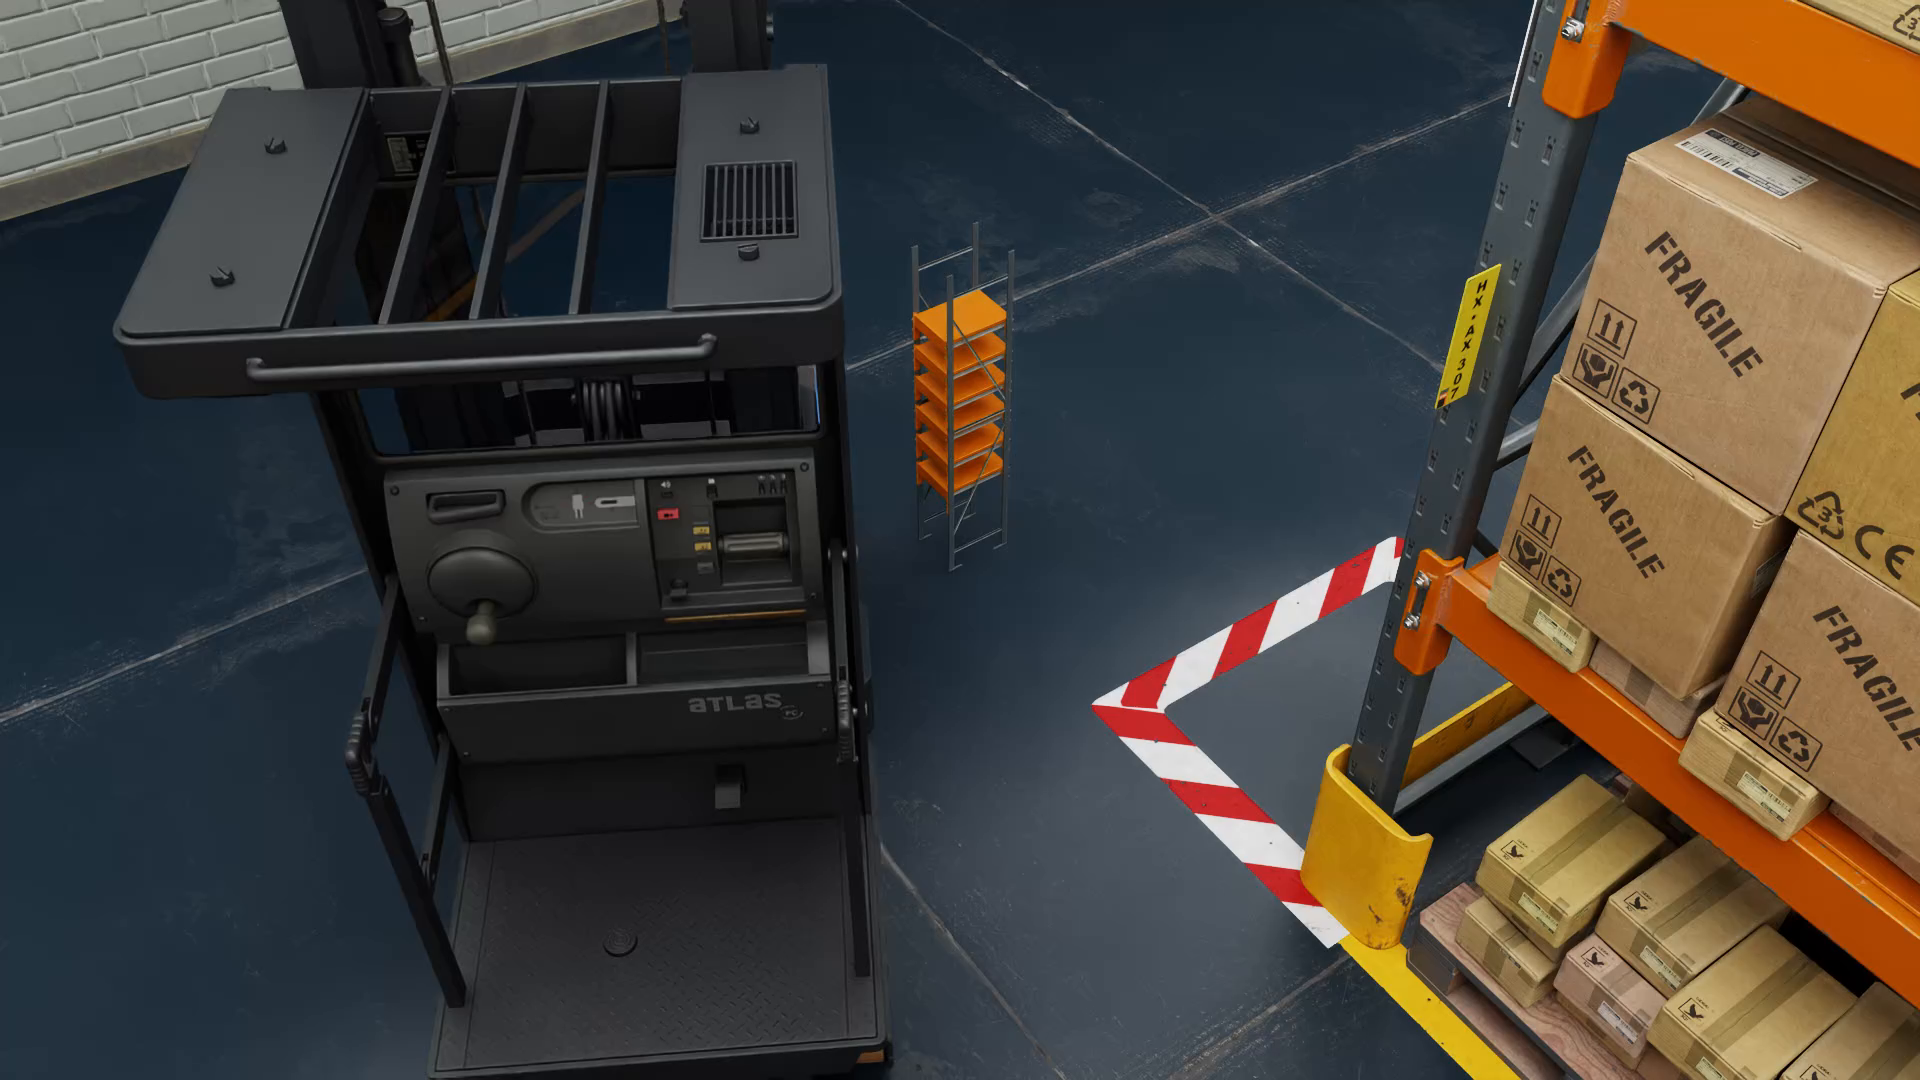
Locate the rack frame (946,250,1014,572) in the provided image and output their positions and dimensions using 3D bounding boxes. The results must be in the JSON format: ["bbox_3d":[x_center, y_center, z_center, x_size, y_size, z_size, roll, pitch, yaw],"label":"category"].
[{"bbox_3d":[0.061,-0.374,5.273,0.240,1.200,0.006,-26,49,-24],"label":"rack frame"}]

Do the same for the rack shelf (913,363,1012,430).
[{"bbox_3d":[0.008,-0.480,5.275,0.258,0.103,0.180,-26,49,-24],"label":"rack shelf"}]

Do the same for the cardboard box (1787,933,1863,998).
[{"bbox_3d":[2.261,1.073,4.214,0.380,0.149,0.250,-26,49,-25],"label":"cardboard box"}]

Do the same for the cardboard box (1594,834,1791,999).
[{"bbox_3d":[1.755,0.892,3.973,0.380,0.149,0.250,-25,49,-24],"label":"cardboard box"}]

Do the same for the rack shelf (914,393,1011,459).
[{"bbox_3d":[0.008,-0.394,5.358,0.258,0.103,0.180,-26,49,-24],"label":"rack shelf"}]

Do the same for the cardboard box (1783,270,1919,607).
[{"bbox_3d":[1.811,-0.174,2.748,0.500,0.500,0.500,-24,49,-23],"label":"cardboard box"}]

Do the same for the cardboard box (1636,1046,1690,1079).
[{"bbox_3d":[1.880,1.245,4.034,0.380,0.149,0.250,-25,49,-24],"label":"cardboard box"}]

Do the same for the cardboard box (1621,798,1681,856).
[{"bbox_3d":[1.950,0.784,4.517,0.380,0.149,0.250,-25,49,-24],"label":"cardboard box"}]

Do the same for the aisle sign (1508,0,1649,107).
[{"bbox_3d":[1.190,-1.174,2.925,0.394,0.787,0.004,-26,49,-24],"label":"aisle sign"}]

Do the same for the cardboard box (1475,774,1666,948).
[{"bbox_3d":[1.499,0.784,4.086,0.380,0.149,0.250,-28,50,-26],"label":"cardboard box"}]

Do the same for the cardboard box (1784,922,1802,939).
[{"bbox_3d":[2.180,0.889,4.407,0.380,0.149,0.250,-24,49,-23],"label":"cardboard box"}]

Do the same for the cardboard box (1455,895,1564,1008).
[{"bbox_3d":[1.515,0.991,4.300,0.380,0.149,0.250,-25,49,-24],"label":"cardboard box"}]

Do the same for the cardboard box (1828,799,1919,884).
[{"bbox_3d":[1.945,0.487,3.250,0.380,0.149,0.250,-23,48,-23],"label":"cardboard box"}]

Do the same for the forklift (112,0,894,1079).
[{"bbox_3d":[-0.758,0.106,3.517,1.130,2.935,3.031,-3,44,-4],"label":"forklift"}]

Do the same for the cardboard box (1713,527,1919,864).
[{"bbox_3d":[1.835,0.201,3.079,0.500,0.500,0.500,-26,49,-24],"label":"cardboard box"}]

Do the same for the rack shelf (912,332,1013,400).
[{"bbox_3d":[0.008,-0.567,5.192,0.258,0.103,0.180,-26,49,-24],"label":"rack shelf"}]

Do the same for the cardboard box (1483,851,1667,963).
[{"bbox_3d":[1.567,0.859,4.223,0.380,0.149,0.250,-24,49,-23],"label":"cardboard box"}]

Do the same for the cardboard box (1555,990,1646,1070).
[{"bbox_3d":[1.732,1.107,4.178,0.380,0.149,0.250,-26,49,-25],"label":"cardboard box"}]

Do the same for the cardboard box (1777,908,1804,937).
[{"bbox_3d":[2.119,0.816,4.268,0.380,0.149,0.250,-27,50,-25],"label":"cardboard box"}]

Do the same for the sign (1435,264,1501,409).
[{"bbox_3d":[1.033,-0.410,3.380,0.100,0.325,0.005,-26,49,-24],"label":"sign"}]

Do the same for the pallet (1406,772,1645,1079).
[{"bbox_3d":[1.957,1.215,4.325,1.003,0.211,1.213,-26,49,-24],"label":"pallet"}]

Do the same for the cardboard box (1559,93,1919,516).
[{"bbox_3d":[1.517,-0.458,3.045,0.500,0.500,0.500,-26,49,-25],"label":"cardboard box"}]

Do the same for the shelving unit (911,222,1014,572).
[{"bbox_3d":[0.008,-0.426,5.327,0.258,1.200,0.189,-26,49,-24],"label":"shelving unit"}]

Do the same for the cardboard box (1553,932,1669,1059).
[{"bbox_3d":[1.677,1.036,4.038,0.380,0.149,0.250,-26,49,-25],"label":"cardboard box"}]

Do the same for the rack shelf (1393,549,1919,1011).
[{"bbox_3d":[2.622,1.082,2.966,1.077,0.370,4.000,-26,49,-24],"label":"rack shelf"}]

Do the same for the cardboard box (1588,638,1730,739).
[{"bbox_3d":[1.574,0.220,3.529,0.380,0.149,0.250,-24,49,-23],"label":"cardboard box"}]

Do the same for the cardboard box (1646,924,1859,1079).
[{"bbox_3d":[1.794,1.086,3.770,0.380,0.149,0.250,-26,49,-25],"label":"cardboard box"}]

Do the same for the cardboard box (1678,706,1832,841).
[{"bbox_3d":[1.684,0.394,3.347,0.380,0.149,0.250,-27,50,-26],"label":"cardboard box"}]

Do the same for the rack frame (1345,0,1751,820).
[{"bbox_3d":[1.478,-0.311,3.904,1.000,3.000,0.127,-26,49,-24],"label":"rack frame"}]

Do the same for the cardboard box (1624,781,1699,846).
[{"bbox_3d":[2.014,0.647,4.445,0.380,0.149,0.250,-27,50,-25],"label":"cardboard box"}]

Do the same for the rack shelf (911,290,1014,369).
[{"bbox_3d":[0.008,-0.654,5.109,0.258,0.103,0.180,-26,49,-24],"label":"rack shelf"}]

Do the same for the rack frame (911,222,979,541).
[{"bbox_3d":[-0.044,-0.478,5.381,0.240,1.200,0.006,-26,49,-24],"label":"rack frame"}]

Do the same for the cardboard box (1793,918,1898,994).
[{"bbox_3d":[2.313,0.940,4.138,0.380,0.149,0.250,-28,50,-26],"label":"cardboard box"}]

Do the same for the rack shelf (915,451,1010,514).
[{"bbox_3d":[0.008,-0.220,5.524,0.258,0.103,0.180,-26,49,-24],"label":"rack shelf"}]

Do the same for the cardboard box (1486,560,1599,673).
[{"bbox_3d":[1.394,0.093,3.663,0.380,0.149,0.250,-26,49,-25],"label":"cardboard box"}]

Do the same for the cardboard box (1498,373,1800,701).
[{"bbox_3d":[1.508,-0.092,3.386,0.500,0.500,0.500,-23,48,-23],"label":"cardboard box"}]

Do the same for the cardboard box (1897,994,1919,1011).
[{"bbox_3d":[2.382,1.133,3.936,0.380,0.149,0.250,-26,50,-25],"label":"cardboard box"}]

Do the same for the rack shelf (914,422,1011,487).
[{"bbox_3d":[0.008,-0.307,5.441,0.258,0.103,0.180,-26,49,-24],"label":"rack shelf"}]

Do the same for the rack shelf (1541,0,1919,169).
[{"bbox_3d":[2.622,-0.003,1.930,1.077,0.370,4.000,-26,49,-24],"label":"rack shelf"}]

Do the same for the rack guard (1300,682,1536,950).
[{"bbox_3d":[1.521,0.636,4.722,1.175,0.500,0.348,-26,49,-24],"label":"rack guard"}]

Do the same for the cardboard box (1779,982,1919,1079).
[{"bbox_3d":[2.004,1.193,3.657,0.380,0.149,0.250,-28,50,-26],"label":"cardboard box"}]
